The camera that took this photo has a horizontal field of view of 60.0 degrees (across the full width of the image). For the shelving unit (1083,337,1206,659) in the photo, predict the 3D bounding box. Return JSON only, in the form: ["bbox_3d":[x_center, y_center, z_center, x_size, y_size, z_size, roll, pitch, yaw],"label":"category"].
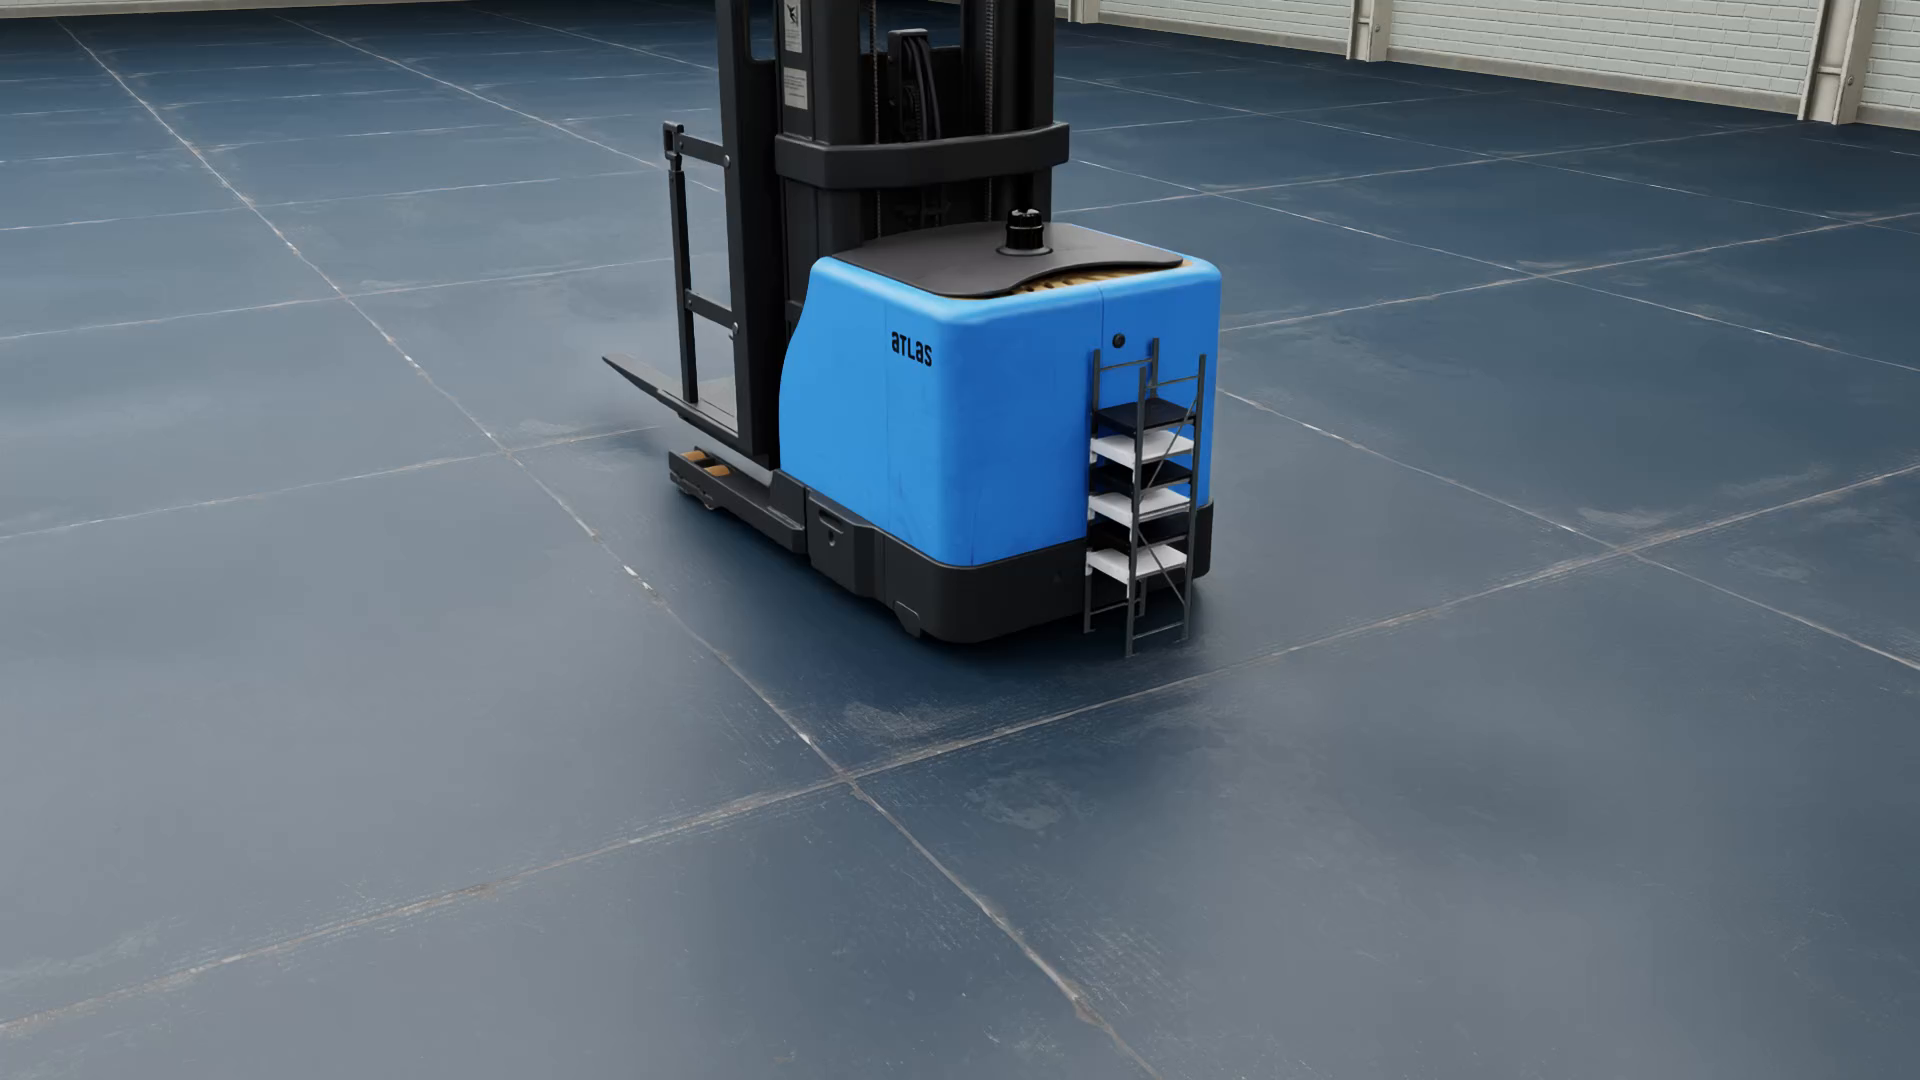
[{"bbox_3d":[0.538,-0.120,4.909,0.258,0.900,0.210,-14,27,-31],"label":"shelving unit"}]

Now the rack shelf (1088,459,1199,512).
[{"bbox_3d":[0.538,-0.173,4.887,0.258,0.077,0.200,-14,27,-31],"label":"rack shelf"}]

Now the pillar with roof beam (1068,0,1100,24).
[{"bbox_3d":[-1.850,-11.086,21.136,9.100,9.000,0.400,-13,25,-28],"label":"pillar with roof beam"}]

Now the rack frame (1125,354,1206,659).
[{"bbox_3d":[0.595,-0.088,4.832,0.240,0.900,0.006,-14,27,-31],"label":"rack frame"}]

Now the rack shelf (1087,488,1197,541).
[{"bbox_3d":[0.538,-0.090,4.922,0.258,0.077,0.200,-14,27,-31],"label":"rack shelf"}]

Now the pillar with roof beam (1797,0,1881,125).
[{"bbox_3d":[4.279,-7.202,11.579,9.100,9.000,0.400,-13,25,-28],"label":"pillar with roof beam"}]

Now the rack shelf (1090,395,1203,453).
[{"bbox_3d":[0.540,-0.339,4.818,0.258,0.077,0.200,-14,27,-31],"label":"rack shelf"}]

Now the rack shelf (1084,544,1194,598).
[{"bbox_3d":[0.537,0.077,4.991,0.258,0.077,0.200,-14,27,-31],"label":"rack shelf"}]

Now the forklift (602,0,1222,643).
[{"bbox_3d":[-0.430,-1.555,5.744,1.130,2.935,3.031,-14,26,-31],"label":"forklift"}]

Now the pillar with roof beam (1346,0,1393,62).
[{"bbox_3d":[1.215,-9.144,16.358,9.100,9.000,0.400,-13,25,-28],"label":"pillar with roof beam"}]

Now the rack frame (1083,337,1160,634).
[{"bbox_3d":[0.481,-0.153,4.987,0.240,0.900,0.006,-14,27,-31],"label":"rack frame"}]

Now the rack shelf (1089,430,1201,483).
[{"bbox_3d":[0.539,-0.256,4.853,0.258,0.077,0.200,-14,27,-31],"label":"rack shelf"}]

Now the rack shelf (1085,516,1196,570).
[{"bbox_3d":[0.537,-0.007,4.957,0.258,0.077,0.200,-14,27,-31],"label":"rack shelf"}]
